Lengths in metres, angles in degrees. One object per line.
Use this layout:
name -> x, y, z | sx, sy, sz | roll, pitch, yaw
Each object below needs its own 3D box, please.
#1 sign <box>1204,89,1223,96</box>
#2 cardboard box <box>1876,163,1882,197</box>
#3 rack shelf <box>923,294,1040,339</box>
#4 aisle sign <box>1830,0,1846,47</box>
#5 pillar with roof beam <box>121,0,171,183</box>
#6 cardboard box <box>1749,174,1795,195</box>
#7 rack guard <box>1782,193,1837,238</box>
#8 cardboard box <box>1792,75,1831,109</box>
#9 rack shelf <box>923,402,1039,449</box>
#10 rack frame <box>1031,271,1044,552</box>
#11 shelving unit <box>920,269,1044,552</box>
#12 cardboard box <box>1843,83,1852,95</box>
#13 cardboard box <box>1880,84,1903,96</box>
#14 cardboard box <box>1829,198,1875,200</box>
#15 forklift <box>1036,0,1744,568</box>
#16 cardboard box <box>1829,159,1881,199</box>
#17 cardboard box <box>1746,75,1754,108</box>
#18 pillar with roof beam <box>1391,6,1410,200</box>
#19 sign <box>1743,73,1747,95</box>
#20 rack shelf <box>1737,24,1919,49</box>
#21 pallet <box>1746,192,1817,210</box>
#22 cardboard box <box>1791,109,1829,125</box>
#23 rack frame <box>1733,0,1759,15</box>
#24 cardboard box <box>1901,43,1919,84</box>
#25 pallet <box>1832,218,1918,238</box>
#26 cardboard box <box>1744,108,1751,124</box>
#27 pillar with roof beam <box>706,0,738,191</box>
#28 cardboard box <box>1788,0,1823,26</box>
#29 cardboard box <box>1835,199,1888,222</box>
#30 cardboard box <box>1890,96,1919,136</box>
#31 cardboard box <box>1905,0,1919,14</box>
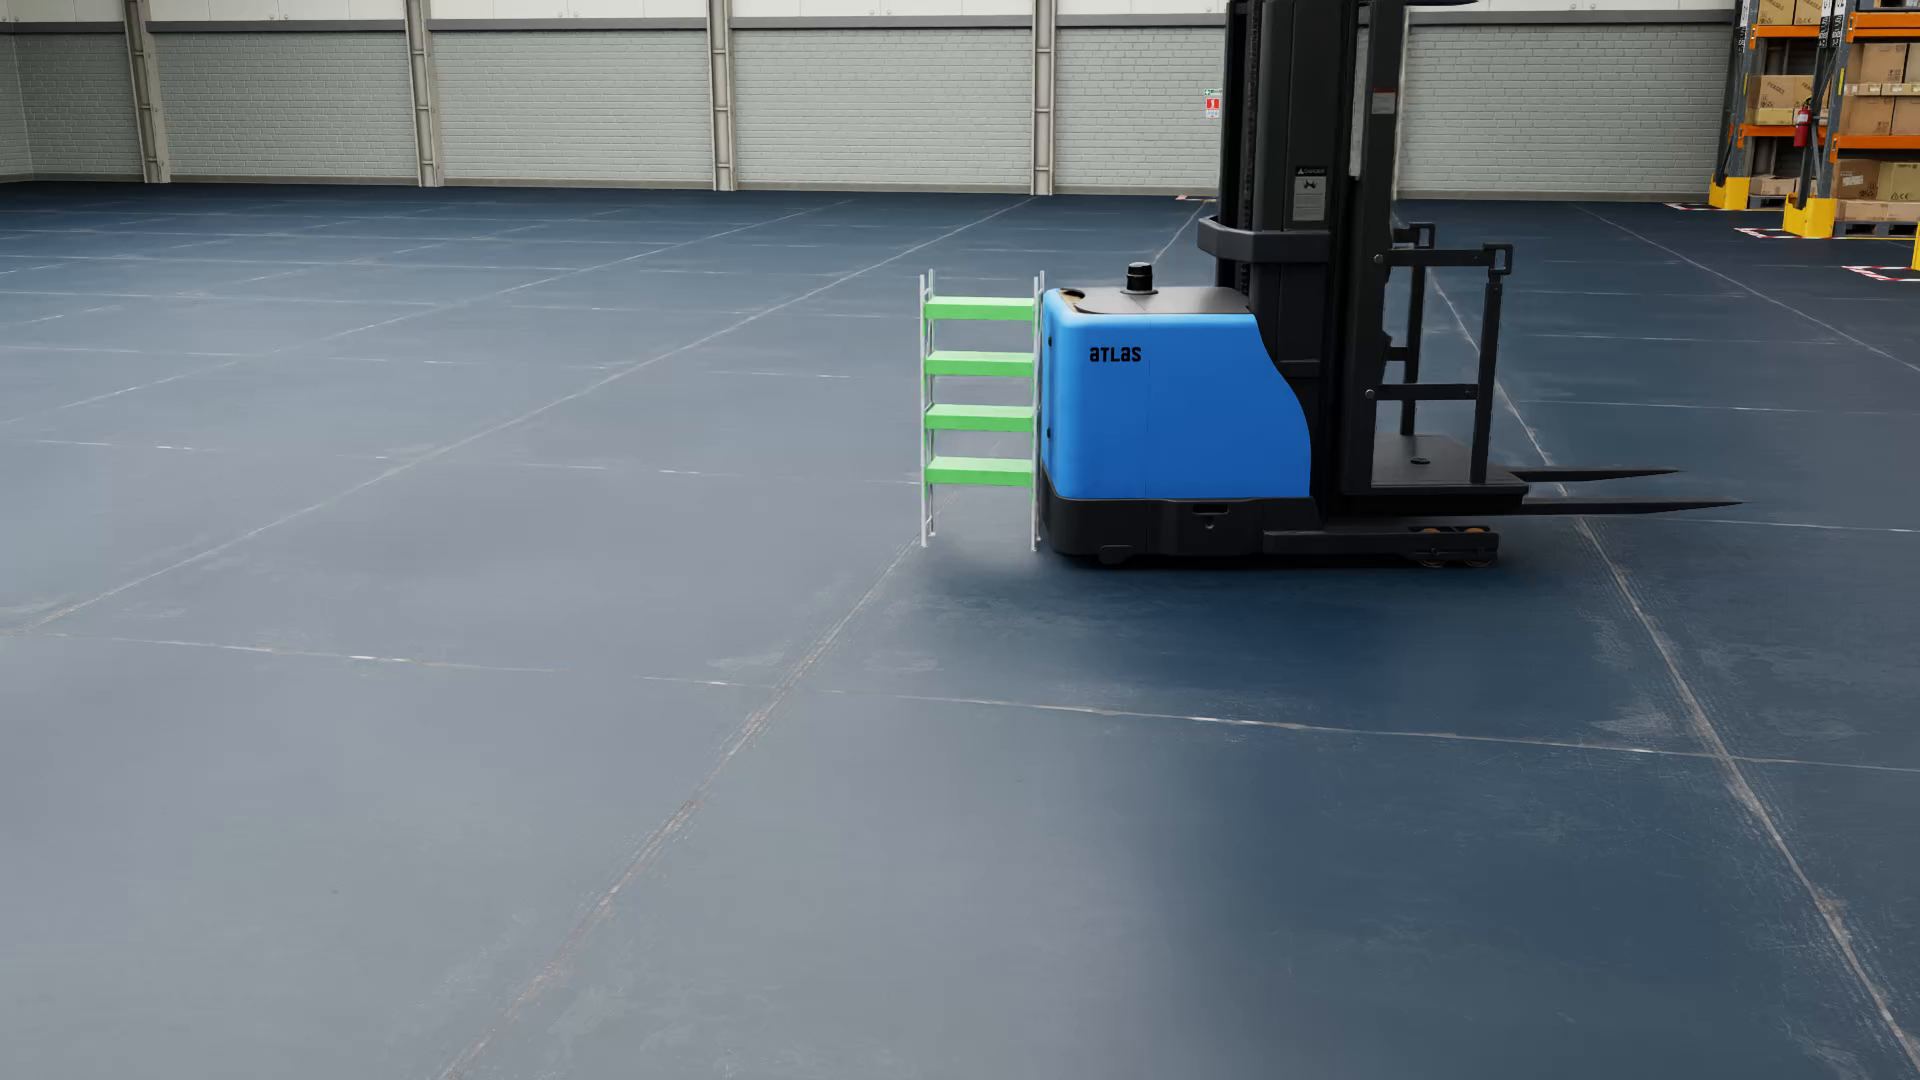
sign -> 4.439, -7.837, 29.105 | 0.331, 0.109, 0.001 | 3, 16, 11
cardboard box -> 14.320, -5.726, 26.401 | 0.500, 0.500, 0.700 | 2, 16, 8
rack shelf -> 0.098, -0.967, 7.176 | 0.480, 0.148, 0.258 | 2, 16, 9
aisle sign -> 11.284, -6.741, 21.339 | 0.004, 0.787, 0.394 | 3, 16, 11
pillar with roof beam -> -17.005, -10.411, 28.219 | 0.400, 9.000, 9.100 | 3, 16, 11
cardboard box -> 13.053, -5.717, 26.724 | 0.500, 0.311, 0.500 | 1, 16, 5
rack guard -> 11.385, -4.361, 22.301 | 0.348, 0.500, 1.175 | 3, 16, 11
cardboard box -> 13.283, -7.027, 26.079 | 0.500, 0.500, 0.500 | 3, 16, 11
rack shelf -> 0.098, -0.504, 7.304 | 0.480, 0.148, 0.258 | 2, 16, 9
rack frame -> 0.339, -0.556, 7.250 | 0.015, 1.200, 0.240 | 2, 16, 9
shelving unit -> 0.098, -0.566, 7.287 | 0.503, 1.200, 0.258 | 2, 16, 9
cardboard box -> 11.821, -5.955, 21.969 | 0.250, 0.149, 0.380 | 3, 16, 10
cardboard box -> 12.010, -5.835, 21.536 | 0.250, 0.149, 0.380 | 3, 16, 10
cardboard box -> 11.993, -4.491, 22.450 | 0.500, 0.250, 0.500 | 3, 16, 11
forklift -> 1.895, -1.435, 7.181 | 3.031, 2.935, 1.130 | -1, 15, -2
cardboard box -> 11.994, -4.853, 22.351 | 0.500, 0.500, 0.500 | 3, 16, 11
cardboard box -> 12.897, -7.190, 26.669 | 0.500, 0.500, 0.500 | 3, 16, 10
pillar with roof beam -> 6.513, -9.134, 23.610 | 0.400, 9.000, 9.100 | 3, 16, 11
sign -> 12.284, -7.136, 26.013 | 0.005, 0.325, 0.100 | 3, 16, 11
rack shelf -> 14.352, -7.853, 25.953 | 4.000, 0.370, 1.077 | 3, 16, 11
pallet -> 13.256, -5.461, 26.810 | 1.213, 0.211, 1.003 | 3, 16, 11
cardboard box -> 13.319, -6.665, 26.179 | 0.500, 0.250, 0.500 | 3, 16, 9
rack frame -> 12.392, -9.752, 25.841 | 0.127, 3.000, 1.000 | 3, 16, 11
cardboard box -> 12.432, -6.181, 21.568 | 0.500, 0.500, 0.700 | 3, 16, 10
pallet -> 12.167, -4.191, 22.227 | 1.213, 0.211, 1.003 | 3, 16, 11
cardboard box -> 12.889, -6.824, 26.752 | 0.500, 0.250, 0.500 | 3, 16, 12
pillar with roof beam -> -5.246, -9.772, 25.914 | 0.400, 9.000, 9.100 | 3, 16, 11
cardboard box -> 13.190, -8.243, 25.788 | 0.500, 0.500, 0.500 | 4, 16, 15
cardboard box -> 11.890, -4.355, 21.960 | 0.500, 0.250, 0.500 | 3, 16, 11
cardboard box -> 12.379, -5.558, 21.751 | 0.500, 0.500, 0.700 | 4, 16, 13
cardboard box -> 14.725, -8.164, 25.500 | 0.500, 0.500, 0.500 | 2, 16, 9
